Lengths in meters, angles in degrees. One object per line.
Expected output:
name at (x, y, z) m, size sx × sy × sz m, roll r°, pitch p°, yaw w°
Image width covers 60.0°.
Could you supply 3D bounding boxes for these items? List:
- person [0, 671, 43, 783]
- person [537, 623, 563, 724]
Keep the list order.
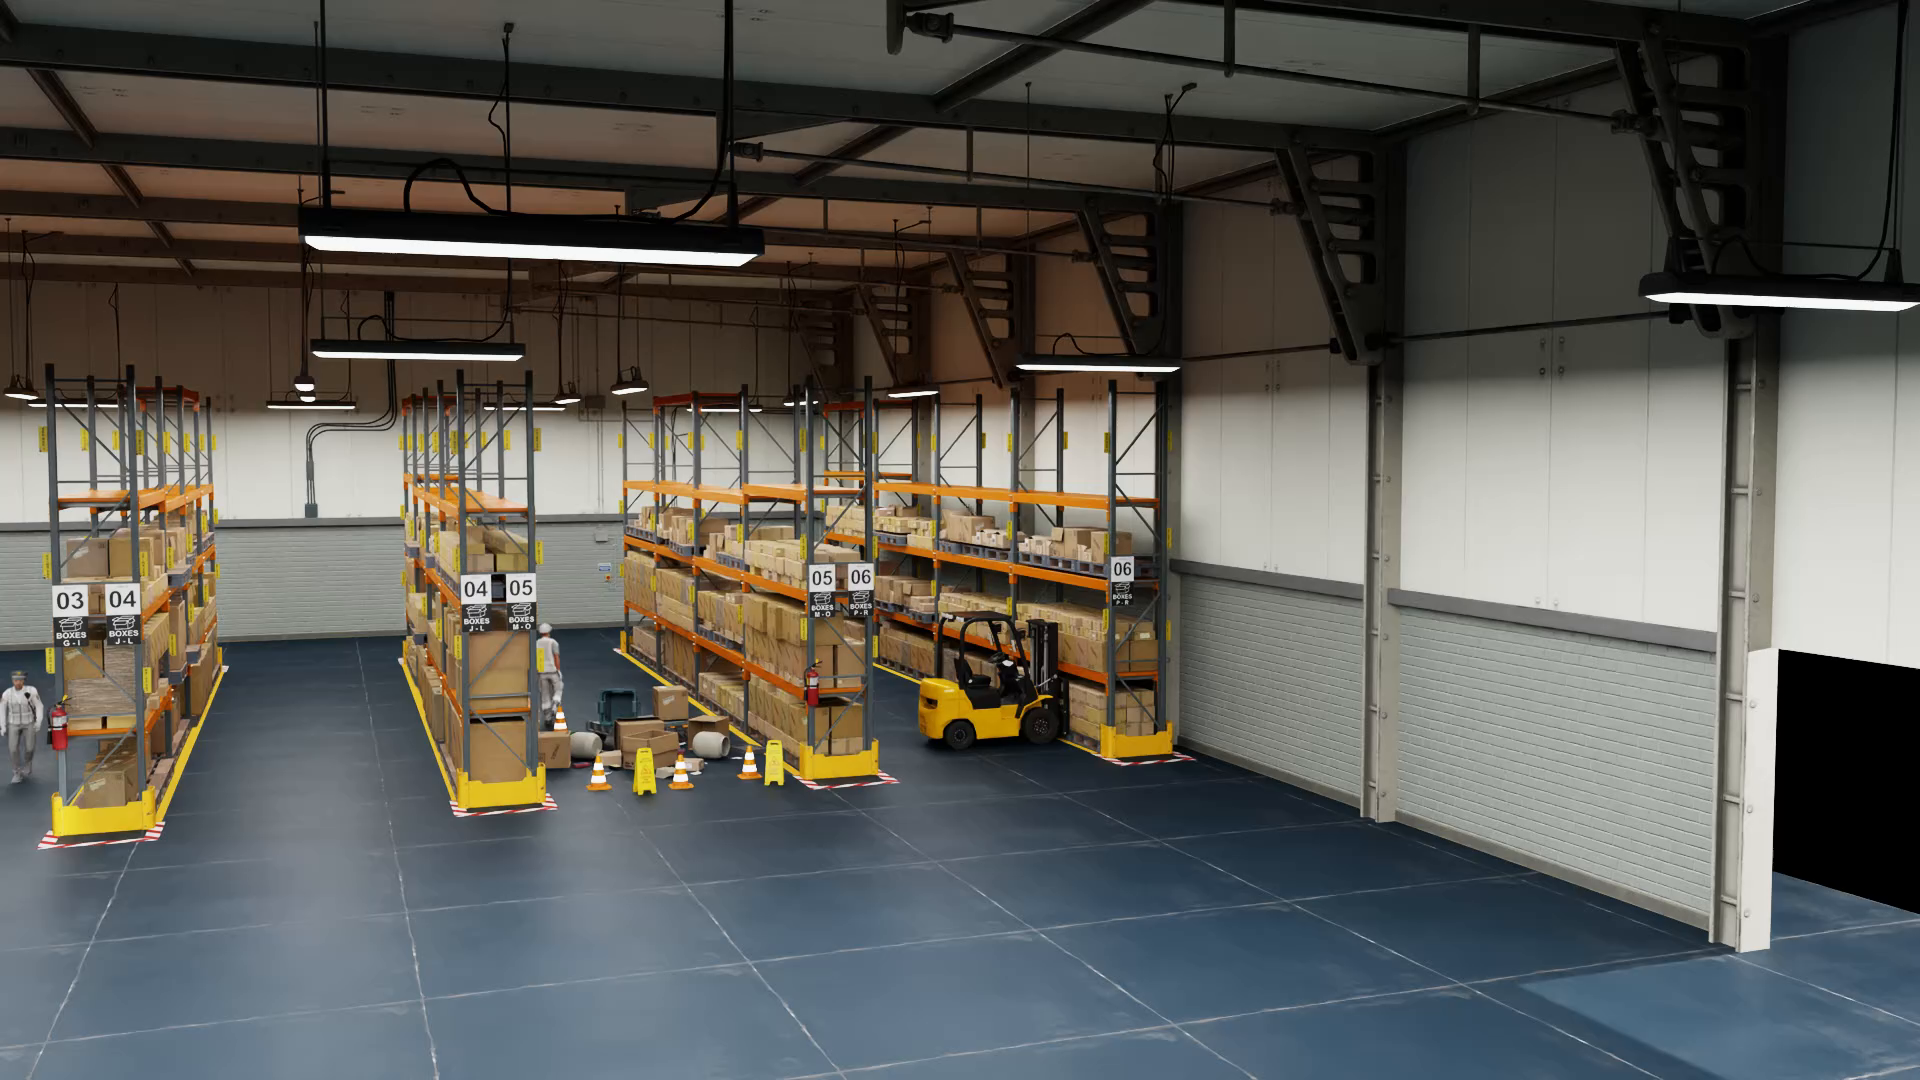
person at (-13.950, 2.742, 24.718) m, size 0.583 × 1.660 × 0.550 m, roll -1°, pitch 4°, yaw -22°
person at (-7.346, 2.379, 29.610) m, size 0.578 × 1.777 × 0.521 m, roll -1°, pitch 3°, yaw -9°
